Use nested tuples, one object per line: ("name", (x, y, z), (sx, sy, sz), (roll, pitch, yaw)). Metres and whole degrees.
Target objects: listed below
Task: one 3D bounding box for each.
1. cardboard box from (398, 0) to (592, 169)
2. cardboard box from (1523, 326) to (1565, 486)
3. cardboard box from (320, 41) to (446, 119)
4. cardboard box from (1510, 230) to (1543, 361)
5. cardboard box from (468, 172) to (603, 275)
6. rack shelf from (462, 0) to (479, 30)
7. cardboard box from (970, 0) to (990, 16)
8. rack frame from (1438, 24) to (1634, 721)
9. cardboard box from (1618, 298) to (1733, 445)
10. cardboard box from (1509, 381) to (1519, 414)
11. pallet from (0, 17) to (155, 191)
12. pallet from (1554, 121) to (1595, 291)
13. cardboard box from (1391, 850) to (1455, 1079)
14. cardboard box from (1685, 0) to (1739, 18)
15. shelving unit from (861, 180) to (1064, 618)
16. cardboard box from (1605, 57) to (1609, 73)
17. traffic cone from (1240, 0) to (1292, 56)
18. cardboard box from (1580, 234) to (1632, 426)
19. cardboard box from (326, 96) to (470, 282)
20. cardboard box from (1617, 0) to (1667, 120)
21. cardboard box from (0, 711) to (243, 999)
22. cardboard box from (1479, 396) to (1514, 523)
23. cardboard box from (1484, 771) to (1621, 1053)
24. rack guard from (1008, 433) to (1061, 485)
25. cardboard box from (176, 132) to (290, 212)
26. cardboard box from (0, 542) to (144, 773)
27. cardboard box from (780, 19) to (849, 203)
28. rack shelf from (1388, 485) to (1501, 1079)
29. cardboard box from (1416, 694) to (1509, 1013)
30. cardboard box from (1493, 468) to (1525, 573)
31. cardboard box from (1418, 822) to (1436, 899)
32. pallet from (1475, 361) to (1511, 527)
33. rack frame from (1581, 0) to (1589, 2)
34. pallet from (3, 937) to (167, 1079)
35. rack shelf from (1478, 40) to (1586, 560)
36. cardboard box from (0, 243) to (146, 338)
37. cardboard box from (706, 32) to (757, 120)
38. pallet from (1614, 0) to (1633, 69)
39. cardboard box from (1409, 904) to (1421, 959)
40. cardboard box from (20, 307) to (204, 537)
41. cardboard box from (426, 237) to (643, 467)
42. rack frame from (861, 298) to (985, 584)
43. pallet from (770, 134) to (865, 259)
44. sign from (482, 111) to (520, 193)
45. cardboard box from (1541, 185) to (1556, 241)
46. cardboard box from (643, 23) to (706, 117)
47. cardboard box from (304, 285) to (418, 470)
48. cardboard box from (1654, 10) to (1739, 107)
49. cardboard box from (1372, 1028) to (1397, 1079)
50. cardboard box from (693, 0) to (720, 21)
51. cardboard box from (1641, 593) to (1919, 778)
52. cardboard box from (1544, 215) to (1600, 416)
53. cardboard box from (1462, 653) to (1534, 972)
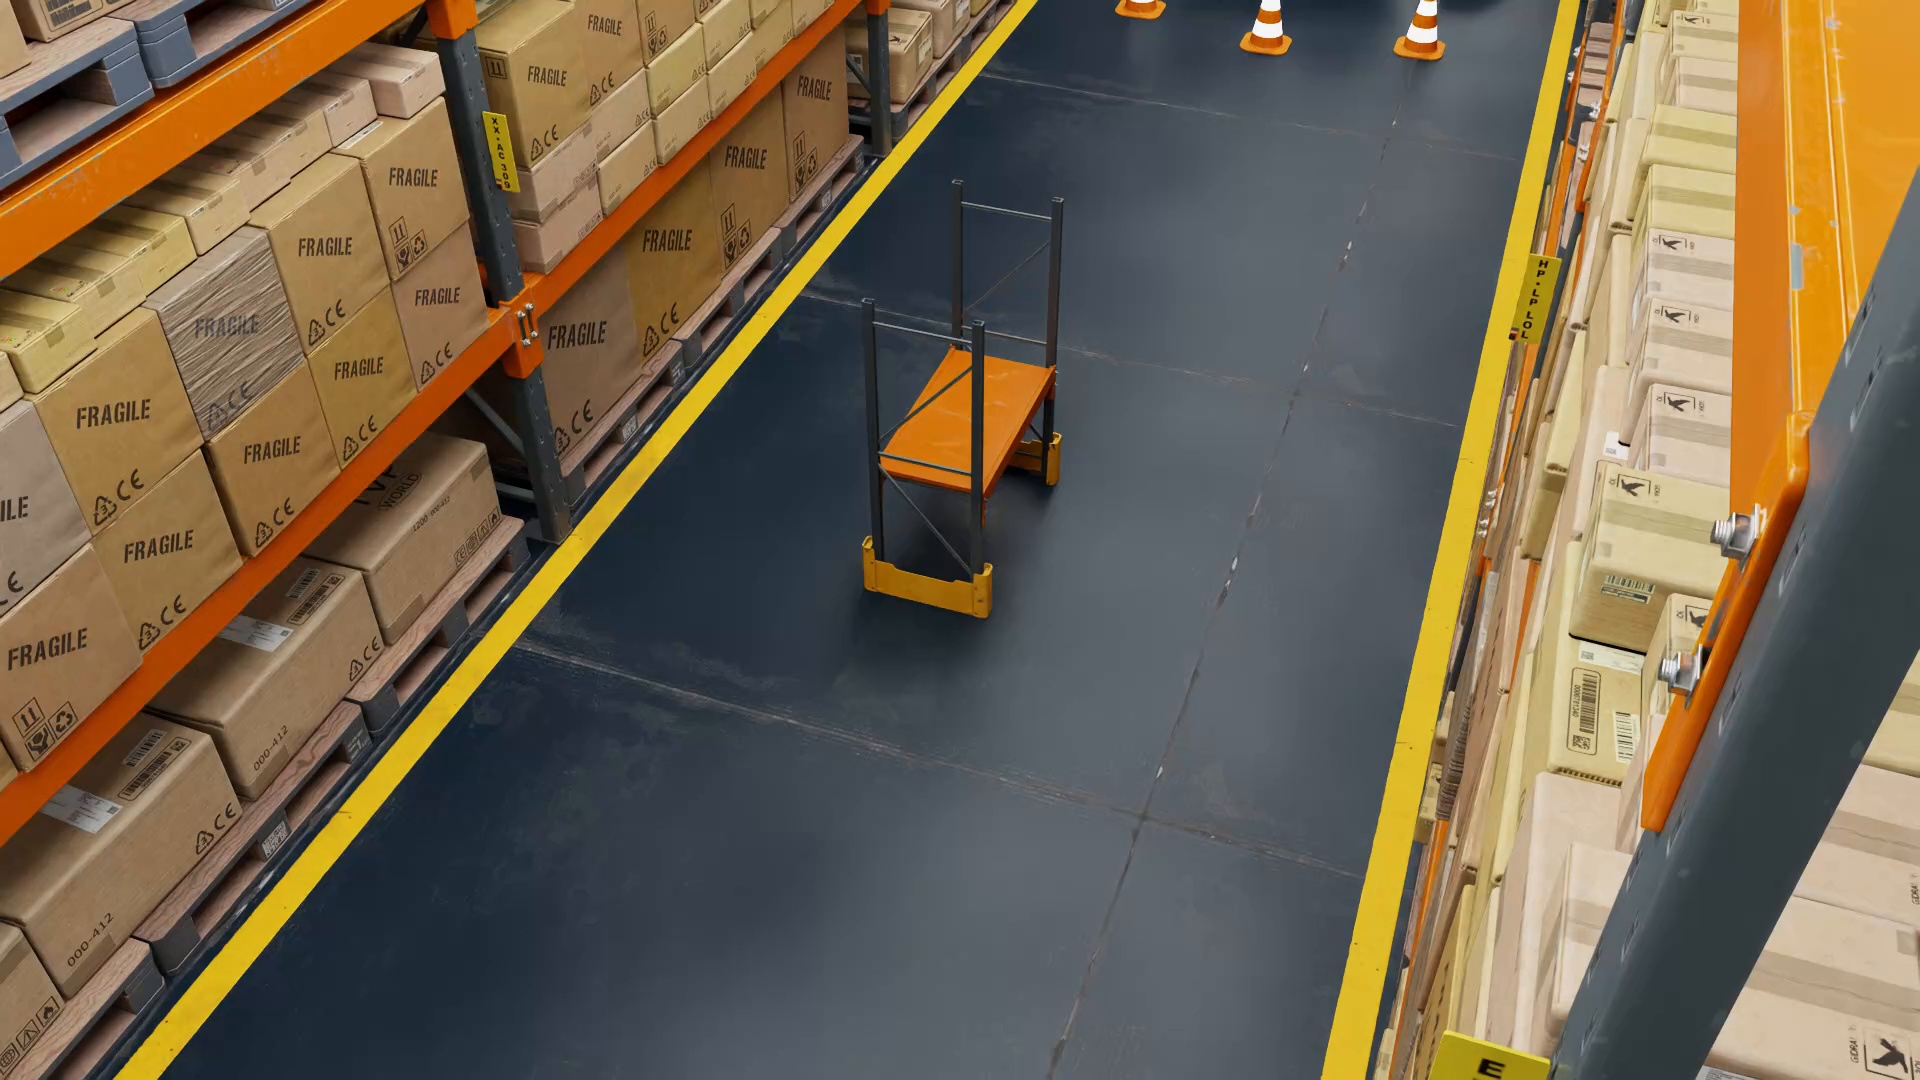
("cardboard box", (-1.871, -1.880, 6.749), (0.500, 0.500, 0.500), (14, 42, 16))
("cardboard box", (1.848, -0.211, 4.563), (0.500, 0.500, 0.500), (12, 42, 14))
("cardboard box", (-2.098, -1.664, 5.996), (0.380, 0.149, 0.250), (12, 42, 14))
("cardboard box", (3.112, -1.186, 8.385), (0.500, 0.500, 0.500), (14, 42, 16))
("cardboard box", (-1.893, -1.410, 7.161), (0.500, 0.250, 0.500), (12, 42, 14))
("rack shelf", (-1.608, -3.344, 7.556), (1.077, 0.370, 4.000), (13, 42, 15))
("cardboard box", (-0.212, -4.112, 11.914), (0.950, 0.372, 0.625), (15, 43, 17))
("rack frame", (2.395, -0.220, 5.651), (1.000, 3.000, 0.127), (13, 42, 15))
("cardboard box", (1.332, -0.248, 2.796), (0.380, 0.149, 0.250), (14, 42, 16))
("cardboard box", (2.600, -0.535, 7.044), (0.500, 0.250, 0.500), (15, 43, 17))
("pallet", (-3.000, -1.126, 4.470), (1.003, 0.211, 1.213), (13, 42, 15))
("pallet", (3.124, -1.370, 7.147), (1.003, 0.211, 1.213), (13, 42, 15))
("cardboard box", (1.284, 1.113, 3.782), (0.500, 0.500, 0.500), (13, 42, 15))
("cardboard box", (1.910, -1.198, 3.909), (0.380, 0.149, 0.250), (13, 42, 15))
("shelving unit", (0.026, -0.617, 7.271), (0.587, 1.500, 1.083), (13, 42, 15))
("cardboard box", (3.328, -2.332, 7.996), (0.380, 0.149, 0.250), (15, 43, 17))
("traffic cone", (2.176, -3.706, 11.690), (0.336, 0.463, 0.334), (13, 42, 15))
("cardboard box", (1.480, -0.321, 3.188), (0.500, 0.250, 0.500), (12, 42, 13))
("cardboard box", (-2.194, -1.326, 6.100), (0.500, 0.500, 0.500), (13, 42, 15))
("cardboard box", (2.004, -1.254, 4.282), (0.500, 0.250, 0.500), (15, 43, 16))
("cardboard box", (-3.223, 1.013, 5.856), (0.875, 0.438, 0.875), (14, 43, 16))
("cardboard box", (2.587, -0.249, 7.287), (0.500, 0.500, 0.500), (12, 42, 14))
("cardboard box", (0.945, 0.608, 2.099), (0.500, 0.250, 0.500), (12, 42, 14))
("rack guard", (0.196, -0.445, 8.033), (0.587, 0.250, 0.087), (13, 42, 15))
("cardboard box", (-2.454, -1.219, 5.474), (0.380, 0.149, 0.250), (13, 42, 15))
("cardboard box", (-2.888, 0.295, 4.970), (0.500, 0.500, 0.500), (13, 42, 15))
("cardboard box", (-1.238, -2.645, 9.807), (0.875, 0.875, 0.875), (13, 42, 15))
("rack shelf", (1.711, 1.273, 4.454), (1.077, 0.370, 4.000), (13, 42, 15))
("cardboard box", (1.292, 0.725, 3.466), (0.500, 0.500, 0.500), (15, 43, 17))
("cardboard box", (1.826, 0.178, 4.877), (0.500, 0.500, 0.500), (13, 42, 15))
("cardboard box", (1.841, 1.181, 5.881), (0.380, 0.149, 0.250), (13, 42, 15))
("pallet", (3.075, -0.381, 7.988), (1.003, 0.211, 1.213), (13, 42, 15))
("rack frame", (5.130, -5.099, 11.370), (1.000, 3.000, 0.127), (13, 42, 15))
("pallet", (-3.460, 1.738, 5.504), (1.003, 0.211, 1.213), (13, 42, 15))
("rack shelf", (3.078, -1.166, 7.314), (1.077, 0.370, 4.000), (13, 42, 15))
("cardboard box", (-2.664, -0.745, 4.918), (0.380, 0.149, 0.250), (13, 42, 15))
("cardboard box", (-1.348, -2.338, 8.248), (0.500, 0.250, 0.500), (13, 42, 14))
("pallet", (2.706, -1.643, 5.152), (1.213, 0.211, 1.003), (13, 42, 15))
("cardboard box", (1.660, 1.264, 5.326), (0.380, 0.149, 0.250), (14, 42, 16))
("cardboard box", (-2.719, -0.402, 5.017), (0.500, 0.500, 0.500), (13, 42, 15))
("cardboard box", (-2.155, -1.004, 7.883), (0.875, 0.875, 0.875), (15, 43, 16))
("rack frame", (-0.145, -0.313, 6.914), (0.500, 1.500, 0.032), (13, 42, 15))
("pallet", (-1.264, -2.172, 10.087), (1.003, 0.211, 1.213), (13, 42, 15))
("sign", (-1.770, -1.494, 6.416), (0.100, 0.325, 0.005), (13, 42, 15))
("cardboard box", (3.126, -1.478, 8.149), (0.500, 0.250, 0.500), (13, 42, 15))
("cardboard box", (-1.527, -2.222, 7.727), (0.500, 0.250, 0.500), (14, 42, 16))
("cardboard box", (-2.381, -0.641, 6.066), (0.500, 0.500, 0.500), (12, 42, 14))
("cardboard box", (1.779, -1.050, 3.735), (0.380, 0.149, 0.250), (12, 42, 14))
("cardboard box", (1.453, 1.684, 5.063), (0.380, 0.149, 0.250), (14, 42, 16))
("cardboard box", (-1.378, -2.819, 7.849), (0.500, 0.500, 0.500), (13, 42, 14))
("cardboard box", (1.128, 0.240, 2.223), (0.380, 0.149, 0.250), (12, 42, 14))
("cardboard box", (1.629, -0.460, 3.736), (0.500, 0.250, 0.500), (15, 43, 17))
("cardboard box", (1.101, 0.487, 2.627), (0.500, 0.250, 0.500), (13, 42, 15))
